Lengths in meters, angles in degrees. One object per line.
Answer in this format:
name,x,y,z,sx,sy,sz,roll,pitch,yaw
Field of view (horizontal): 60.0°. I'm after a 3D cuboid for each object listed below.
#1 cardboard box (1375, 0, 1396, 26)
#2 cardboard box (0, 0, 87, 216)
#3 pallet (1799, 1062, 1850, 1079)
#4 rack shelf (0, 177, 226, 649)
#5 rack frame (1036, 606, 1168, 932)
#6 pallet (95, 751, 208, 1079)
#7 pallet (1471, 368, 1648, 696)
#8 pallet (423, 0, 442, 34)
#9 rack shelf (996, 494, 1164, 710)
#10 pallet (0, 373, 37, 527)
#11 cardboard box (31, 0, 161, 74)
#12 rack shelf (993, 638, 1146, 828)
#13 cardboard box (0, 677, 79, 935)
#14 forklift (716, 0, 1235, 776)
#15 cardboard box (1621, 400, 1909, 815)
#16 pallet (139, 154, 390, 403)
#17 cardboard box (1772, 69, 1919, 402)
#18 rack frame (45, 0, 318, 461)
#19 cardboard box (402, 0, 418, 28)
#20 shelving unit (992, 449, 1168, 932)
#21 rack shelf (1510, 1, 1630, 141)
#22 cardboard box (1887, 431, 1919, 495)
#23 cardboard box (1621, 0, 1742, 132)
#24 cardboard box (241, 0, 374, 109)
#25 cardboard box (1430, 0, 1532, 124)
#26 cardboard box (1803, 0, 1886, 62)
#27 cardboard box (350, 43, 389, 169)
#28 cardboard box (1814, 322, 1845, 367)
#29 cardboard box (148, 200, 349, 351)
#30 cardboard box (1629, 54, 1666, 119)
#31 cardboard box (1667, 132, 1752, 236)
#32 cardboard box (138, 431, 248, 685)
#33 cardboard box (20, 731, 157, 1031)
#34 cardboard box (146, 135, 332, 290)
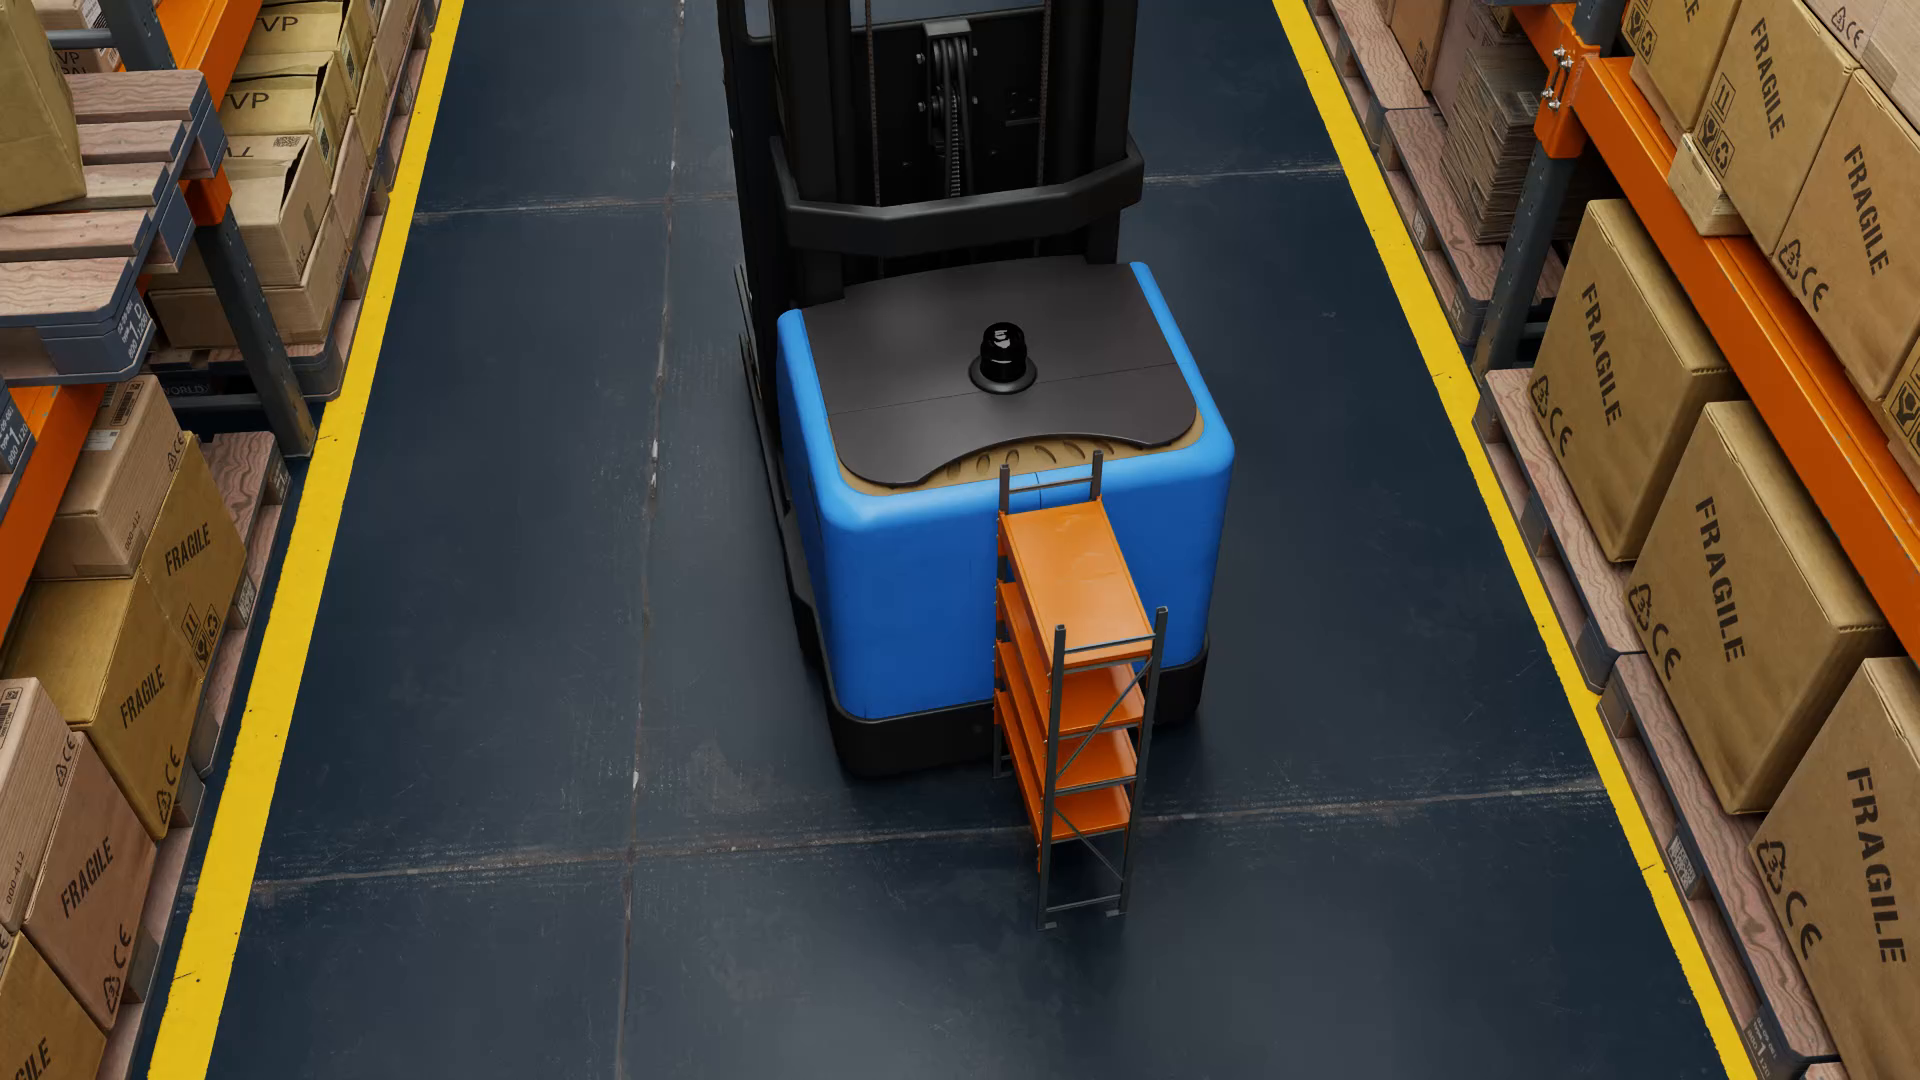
cardboard box,2.125,-2.529,6.998,0.700,0.500,0.500,-3,47,-3
cardboard box,-2.485,-1.043,3.814,0.700,0.500,0.500,-18,49,-16
pallet,2.481,1.682,3.511,1.003,0.211,1.213,-3,47,-3
rack shelf,-2.483,0.381,3.319,1.077,0.370,4.000,-3,47,-3
rack frame,0.315,0.575,3.879,0.240,1.200,0.015,-9,47,-9
pallet,-2.526,1.069,4.093,1.003,0.211,1.213,-3,47,-3
pallet,2.277,-0.083,5.183,1.003,0.211,1.213,-3,47,-3
pallet,-2.885,-2.718,7.679,1.003,0.211,1.213,-3,47,-3
rack shelf,0.262,0.131,3.758,0.258,0.148,0.480,-9,47,-9
pallet,-2.483,0.159,3.165,1.003,0.211,1.213,-3,47,-3
cardboard box,-2.637,-1.548,4.712,0.500,0.311,0.500,-1,47,-1
rack shelf,0.262,0.448,4.092,0.258,0.148,0.480,-9,47,-9
cardboard box,-2.239,0.580,3.537,0.500,0.250,0.500,-4,47,-4
forklift,-0.137,-1.454,4.608,1.130,2.935,3.031,-9,47,-9
cardboard box,2.284,0.152,4.232,0.750,0.750,0.750,-4,47,-3
pallet,-2.680,-0.952,6.007,1.003,0.211,1.213,-3,47,-3
cardboard box,2.146,-0.655,3.517,0.500,0.500,0.500,-4,47,-3
rack frame,-2.650,-1.313,4.428,1.000,3.000,0.127,-3,47,-3
cardboard box,-2.578,-2.388,7.050,0.500,0.250,0.500,-3,47,-2
shelving unit,0.262,0.402,4.043,0.258,1.200,0.503,-9,47,-9
rack shelf,2.118,-2.817,6.347,1.077,0.370,4.000,-3,47,-3
cardboard box,2.222,-0.176,3.510,0.380,0.149,0.250,-3,47,-3
cardboard box,2.071,-1.394,4.216,0.500,0.500,0.500,-2,47,-2
cardboard box,-2.494,-1.850,6.155,0.500,0.311,0.500,-5,47,-4
cardboard box,2.246,-1.806,6.313,0.700,0.500,0.500,-4,47,-3
cardboard box,2.113,-1.286,3.598,0.500,0.250,0.500,-4,47,-4
cardboard box,-2.494,-1.648,6.350,0.500,0.250,0.500,-5,47,-4
cardboard box,2.207,-0.543,3.858,0.380,0.149,0.250,-3,47,-2
cardboard box,-2.401,-0.909,5.649,0.500,0.250,0.500,-4,47,-3
cardboard box,2.083,-1.285,4.561,0.380,0.149,0.250,-4,47,-4
cardboard box,2.033,-0.905,4.200,0.380,0.149,0.250,-2,47,-2
cardboard box,-2.338,0.057,4.548,0.500,0.500,0.500,-2,47,-2
cardboard box,-2.245,0.811,3.834,0.500,0.500,0.500,-5,47,-5
cardboard box,-2.401,-1.102,5.446,0.500,0.311,0.500,-2,47,-2
